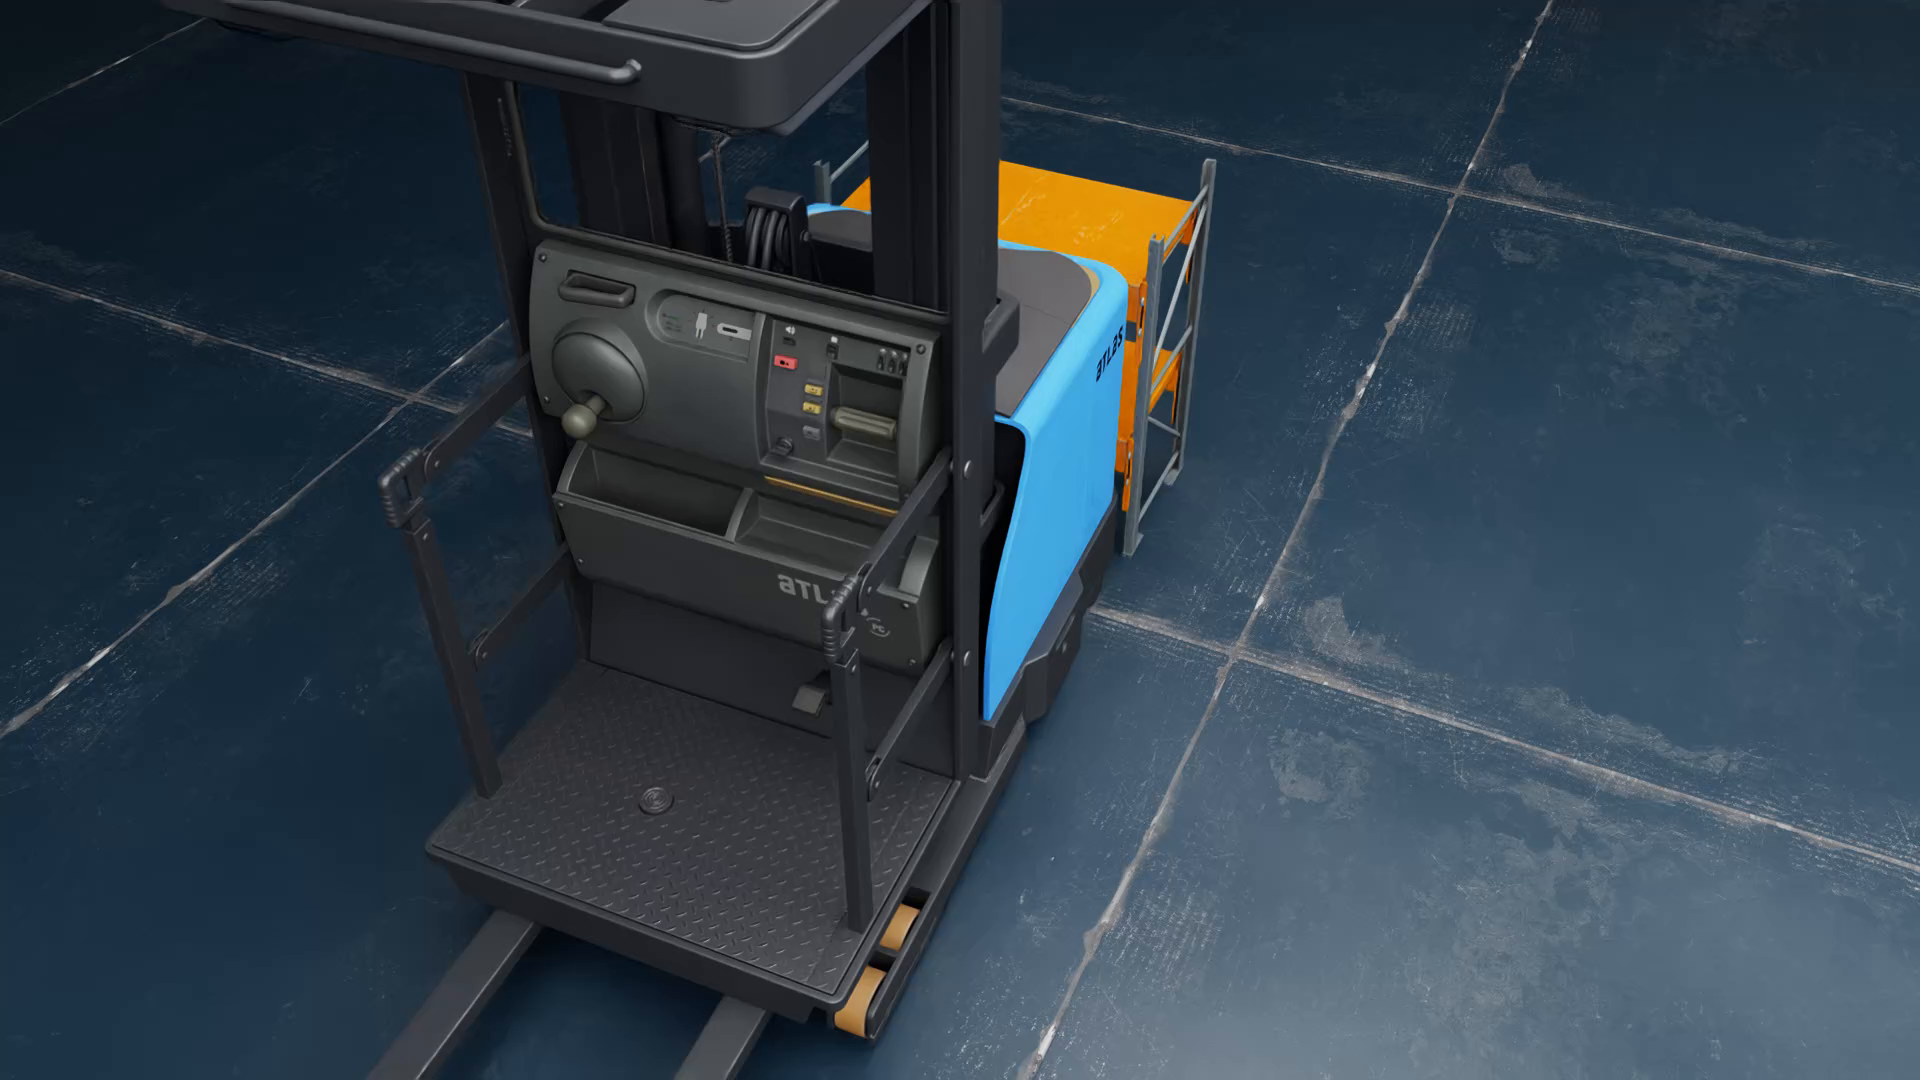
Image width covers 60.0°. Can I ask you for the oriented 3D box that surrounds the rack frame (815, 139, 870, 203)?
[{"bbox_3d":[-0.301,-0.801,5.315,0.032,1.125,0.500,17,44,18],"label":"rack frame"}]

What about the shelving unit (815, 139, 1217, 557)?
[{"bbox_3d":[0.162,-0.663,5.156,1.048,1.125,0.538,17,44,18],"label":"shelving unit"}]

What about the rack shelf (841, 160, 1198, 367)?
[{"bbox_3d":[0.162,-0.884,4.965,1.000,0.278,0.538,17,44,18],"label":"rack shelf"}]

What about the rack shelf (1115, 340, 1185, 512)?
[{"bbox_3d":[0.162,-0.478,5.316,1.000,0.278,0.538,17,44,18],"label":"rack shelf"}]

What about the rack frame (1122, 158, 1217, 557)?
[{"bbox_3d":[0.624,-0.525,4.997,0.032,1.125,0.500,17,44,18],"label":"rack frame"}]

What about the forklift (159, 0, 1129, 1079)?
[{"bbox_3d":[-0.573,-0.267,3.320,1.130,2.935,3.031,16,43,17],"label":"forklift"}]
